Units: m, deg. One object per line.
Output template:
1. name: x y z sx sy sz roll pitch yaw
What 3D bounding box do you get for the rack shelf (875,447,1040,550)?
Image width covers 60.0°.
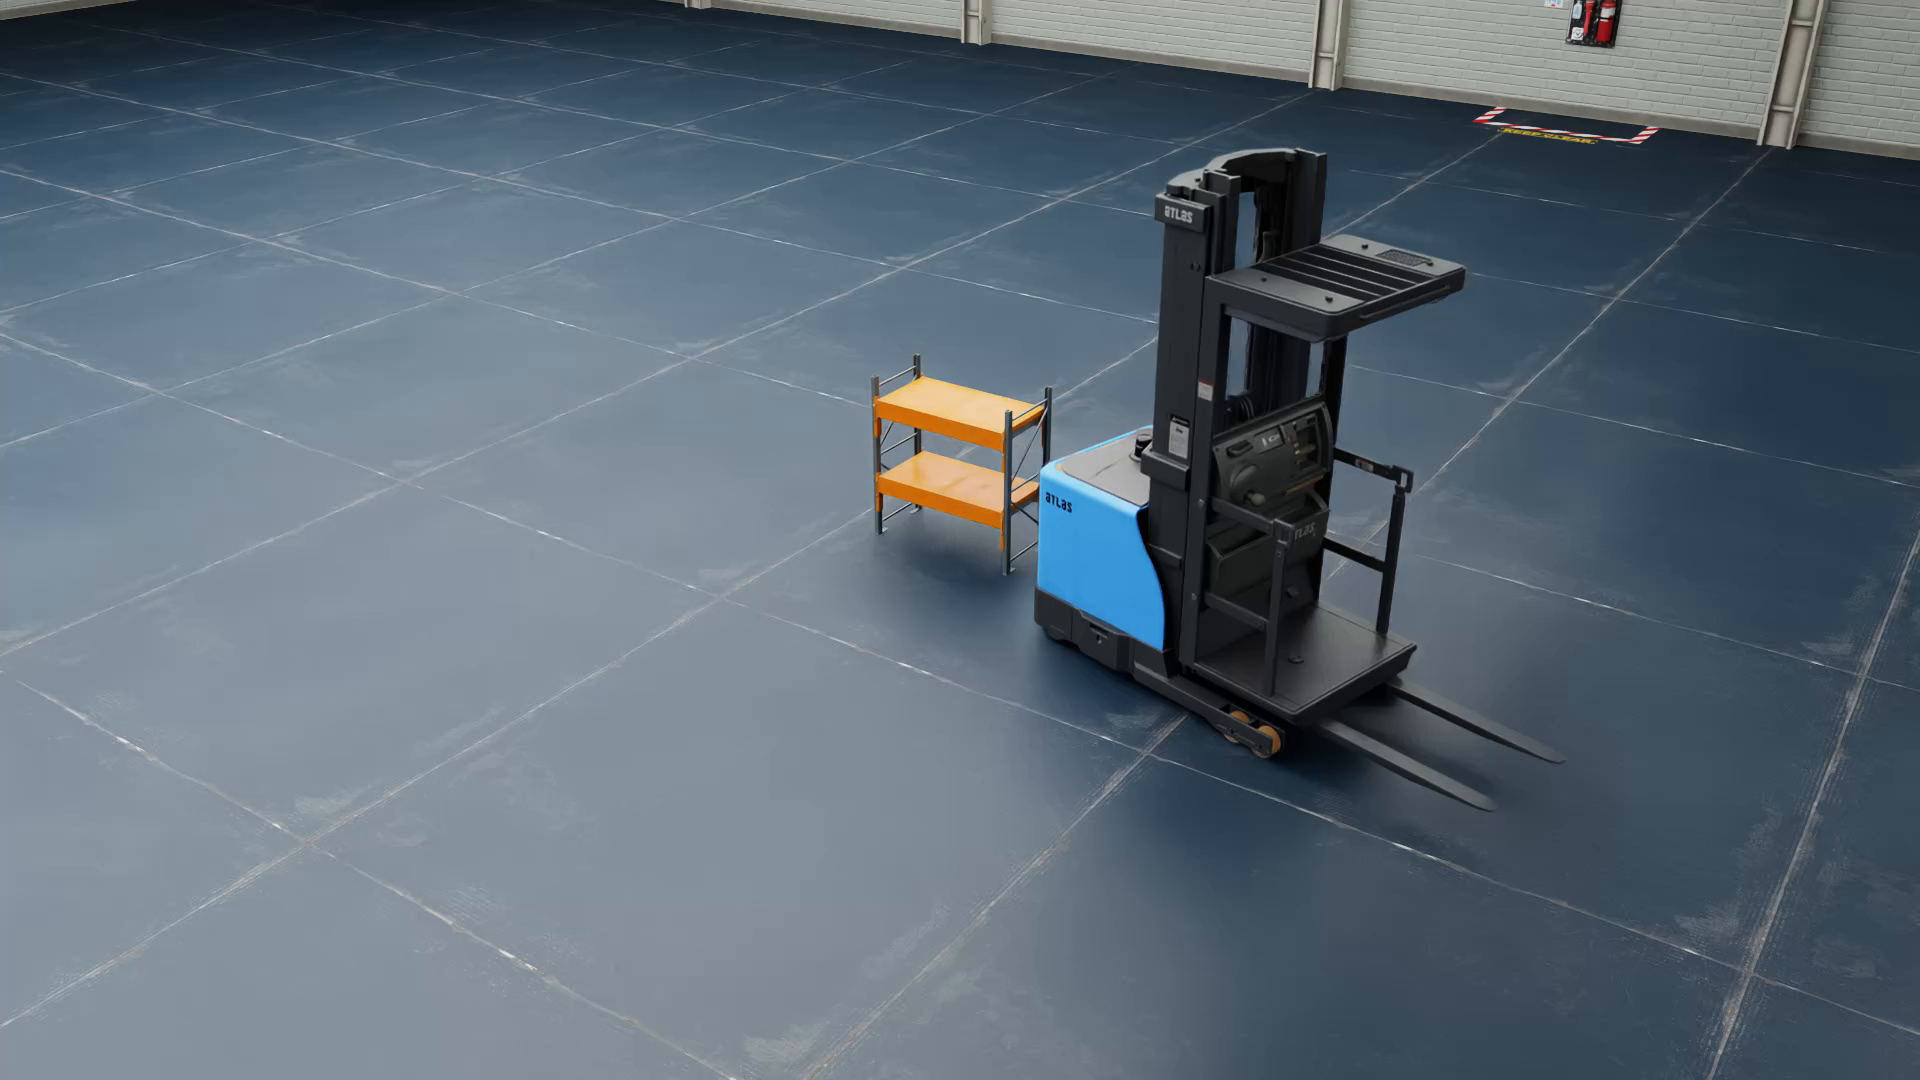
1. rack shelf: 0.006 -0.282 10.876 1.000 0.278 0.538 17 32 30

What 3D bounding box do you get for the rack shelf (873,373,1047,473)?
1. rack shelf: 0.006 -0.760 10.633 1.000 0.278 0.538 17 32 30

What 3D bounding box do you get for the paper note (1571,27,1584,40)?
1. paper note: 8.035 -6.586 21.629 0.142 0.148 0.016 17 32 30

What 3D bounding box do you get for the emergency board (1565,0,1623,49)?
1. emergency board: 8.142 -6.907 21.289 0.643 1.169 0.194 17 32 30

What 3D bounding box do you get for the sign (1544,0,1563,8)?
1. sign: 7.745 -7.104 21.636 0.234 0.329 0.001 17 32 30

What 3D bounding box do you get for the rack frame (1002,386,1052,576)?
1. rack frame: 0.425 -0.369 10.509 0.032 1.125 0.500 17 32 30

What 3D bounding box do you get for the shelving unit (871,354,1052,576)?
1. shelving unit: 0.006 -0.500 10.765 1.048 1.125 0.538 17 32 30

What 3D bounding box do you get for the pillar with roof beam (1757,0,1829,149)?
1. pillar with roof beam: 7.720 -7.322 15.491 0.400 9.000 9.100 17 32 30

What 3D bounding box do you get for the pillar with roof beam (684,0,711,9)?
1. pillar with roof beam: -7.117 -11.945 24.574 0.400 9.000 9.100 17 32 30

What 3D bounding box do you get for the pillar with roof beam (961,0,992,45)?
1. pillar with roof beam: -2.172 -10.404 21.546 0.400 9.000 9.100 17 32 30

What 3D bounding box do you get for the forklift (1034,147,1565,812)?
1. forklift: 1.794 -0.418 8.614 1.130 2.935 3.031 -22 34 -36

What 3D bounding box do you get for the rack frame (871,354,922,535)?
1. rack frame: -0.413 -0.630 11.022 0.032 1.125 0.500 17 32 30

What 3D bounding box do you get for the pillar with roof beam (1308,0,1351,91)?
1. pillar with roof beam: 2.774 -8.863 18.518 0.400 9.000 9.100 17 32 30
